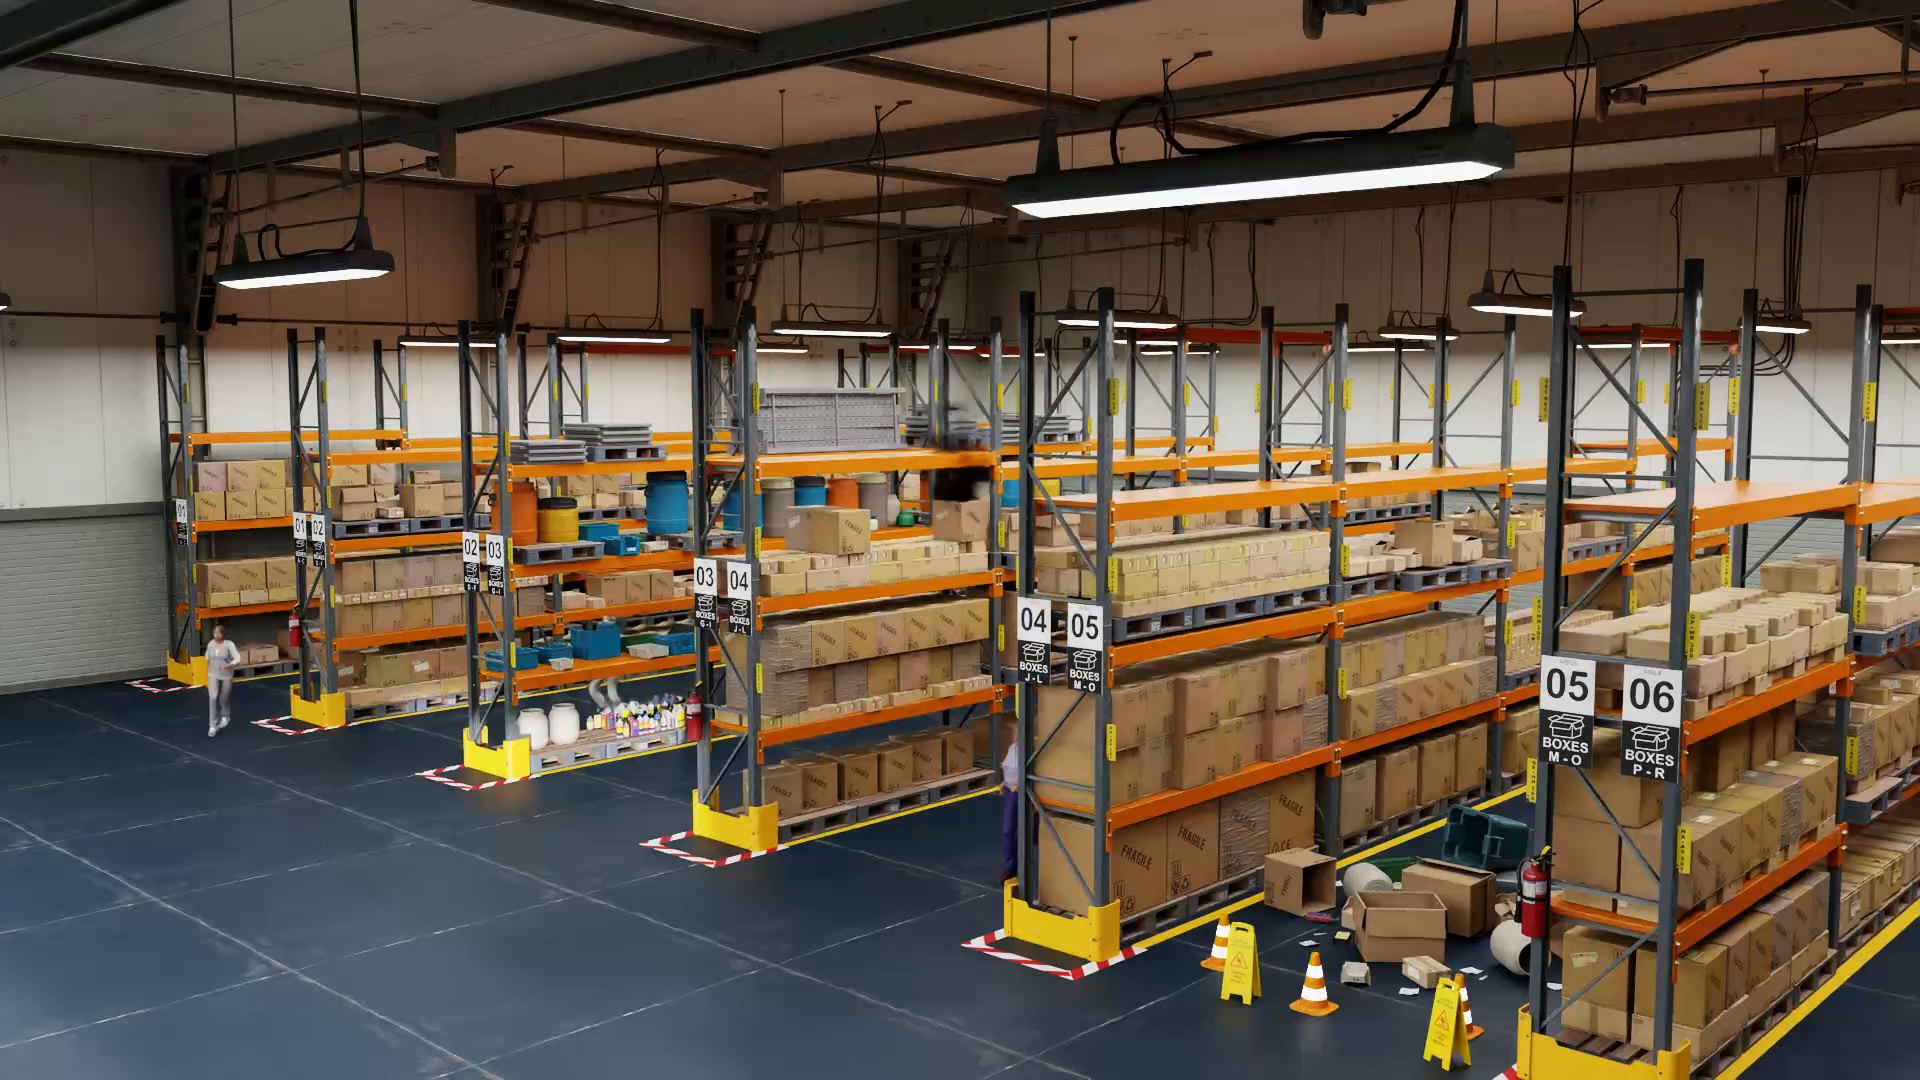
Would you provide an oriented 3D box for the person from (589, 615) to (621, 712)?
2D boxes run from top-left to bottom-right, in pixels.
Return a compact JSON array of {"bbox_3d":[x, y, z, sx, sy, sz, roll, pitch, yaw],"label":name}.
[{"bbox_3d":[-5.363,1.956,25.175,0.598,1.669,0.608,3,6,30],"label":"person"}]

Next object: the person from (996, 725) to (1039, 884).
[{"bbox_3d":[0.671,2.714,17.389,0.623,1.645,0.810,4,7,40],"label":"person"}]

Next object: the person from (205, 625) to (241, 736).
[{"bbox_3d":[-10.897,2.040,24.586,0.528,1.585,0.795,-1,5,-12],"label":"person"}]
